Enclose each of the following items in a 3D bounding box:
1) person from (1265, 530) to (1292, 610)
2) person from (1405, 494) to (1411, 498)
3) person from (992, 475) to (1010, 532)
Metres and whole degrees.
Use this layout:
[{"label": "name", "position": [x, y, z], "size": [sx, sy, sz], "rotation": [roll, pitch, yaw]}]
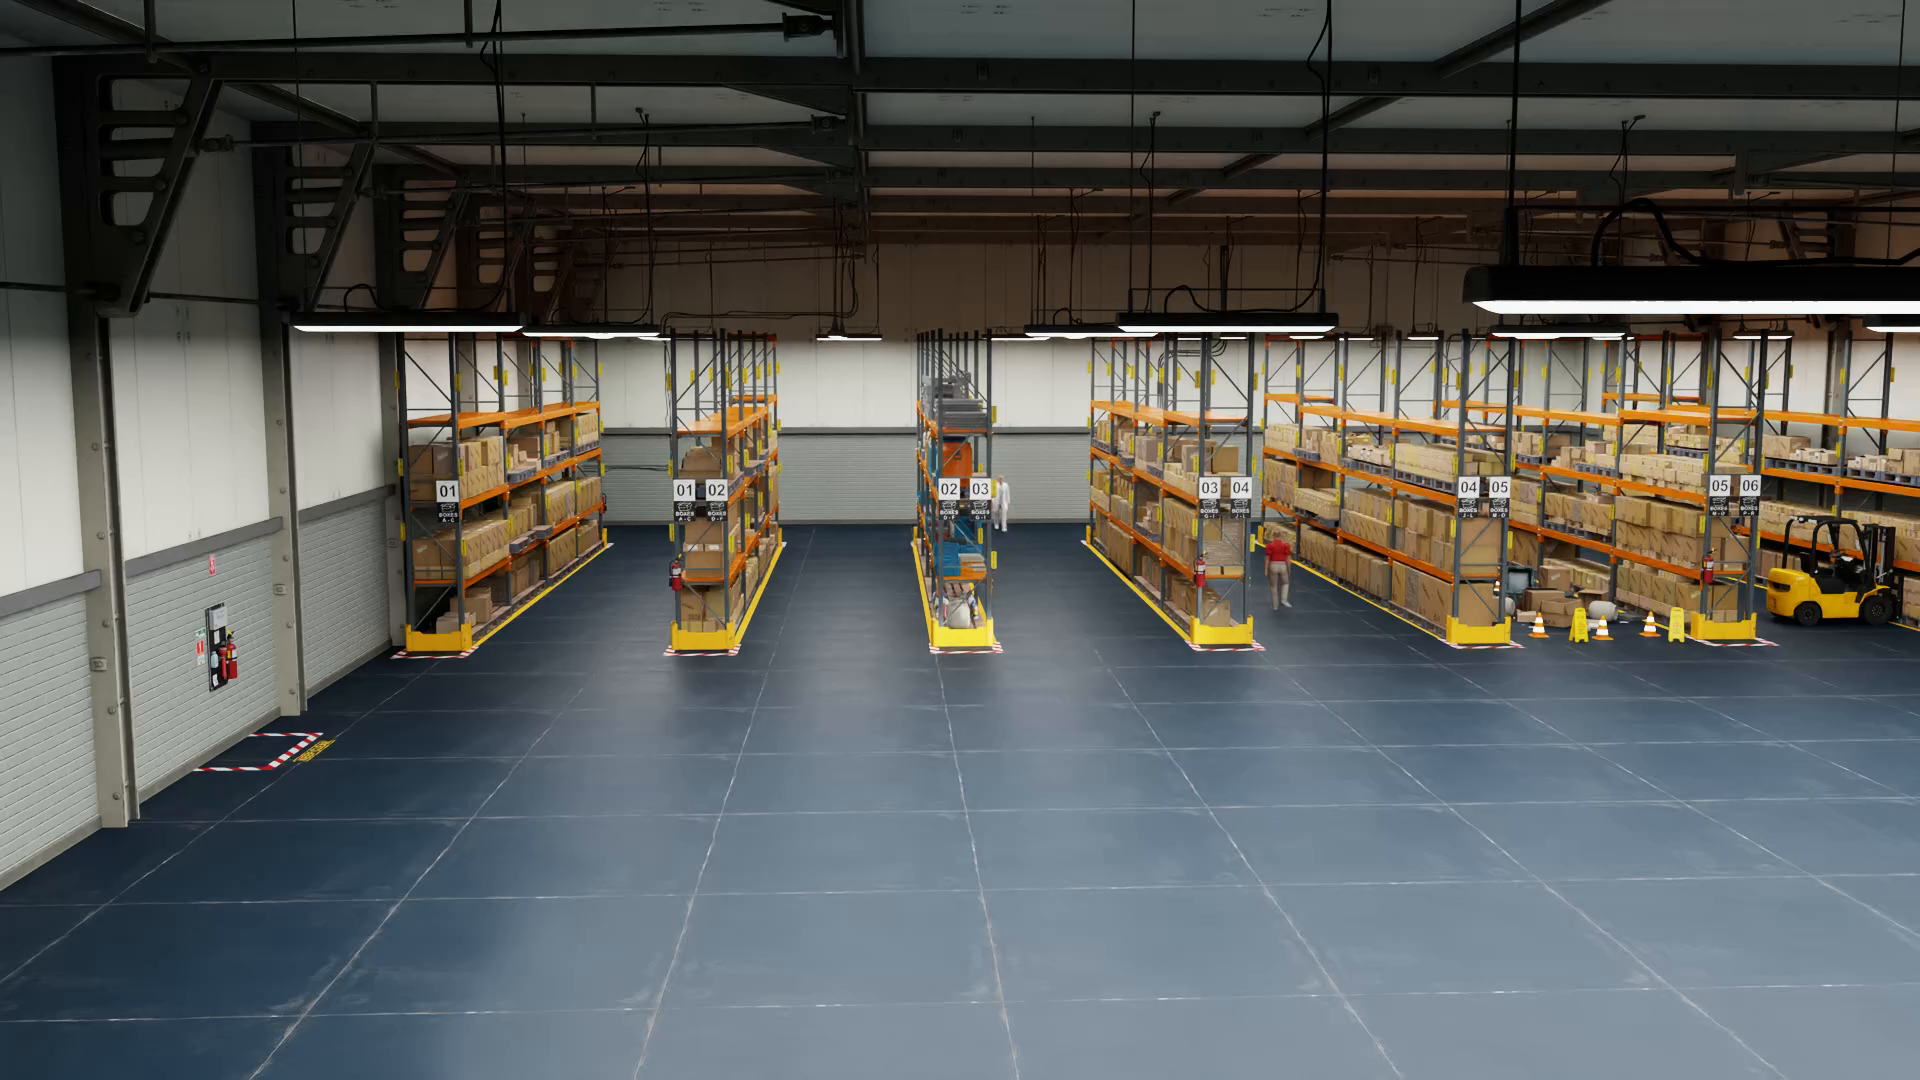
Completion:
[{"label": "person", "position": [6.861, 0.649, 35.848], "size": [0.586, 1.724, 0.532], "rotation": [0, 7, 1]}, {"label": "person", "position": [12.387, -0.476, 45.939], "size": [0.459, 1.595, 0.458], "rotation": [0, 7, 2]}, {"label": "person", "position": [1.237, -1.132, 50.787], "size": [0.656, 1.716, 1.171], "rotation": [-1, 7, -6]}]
